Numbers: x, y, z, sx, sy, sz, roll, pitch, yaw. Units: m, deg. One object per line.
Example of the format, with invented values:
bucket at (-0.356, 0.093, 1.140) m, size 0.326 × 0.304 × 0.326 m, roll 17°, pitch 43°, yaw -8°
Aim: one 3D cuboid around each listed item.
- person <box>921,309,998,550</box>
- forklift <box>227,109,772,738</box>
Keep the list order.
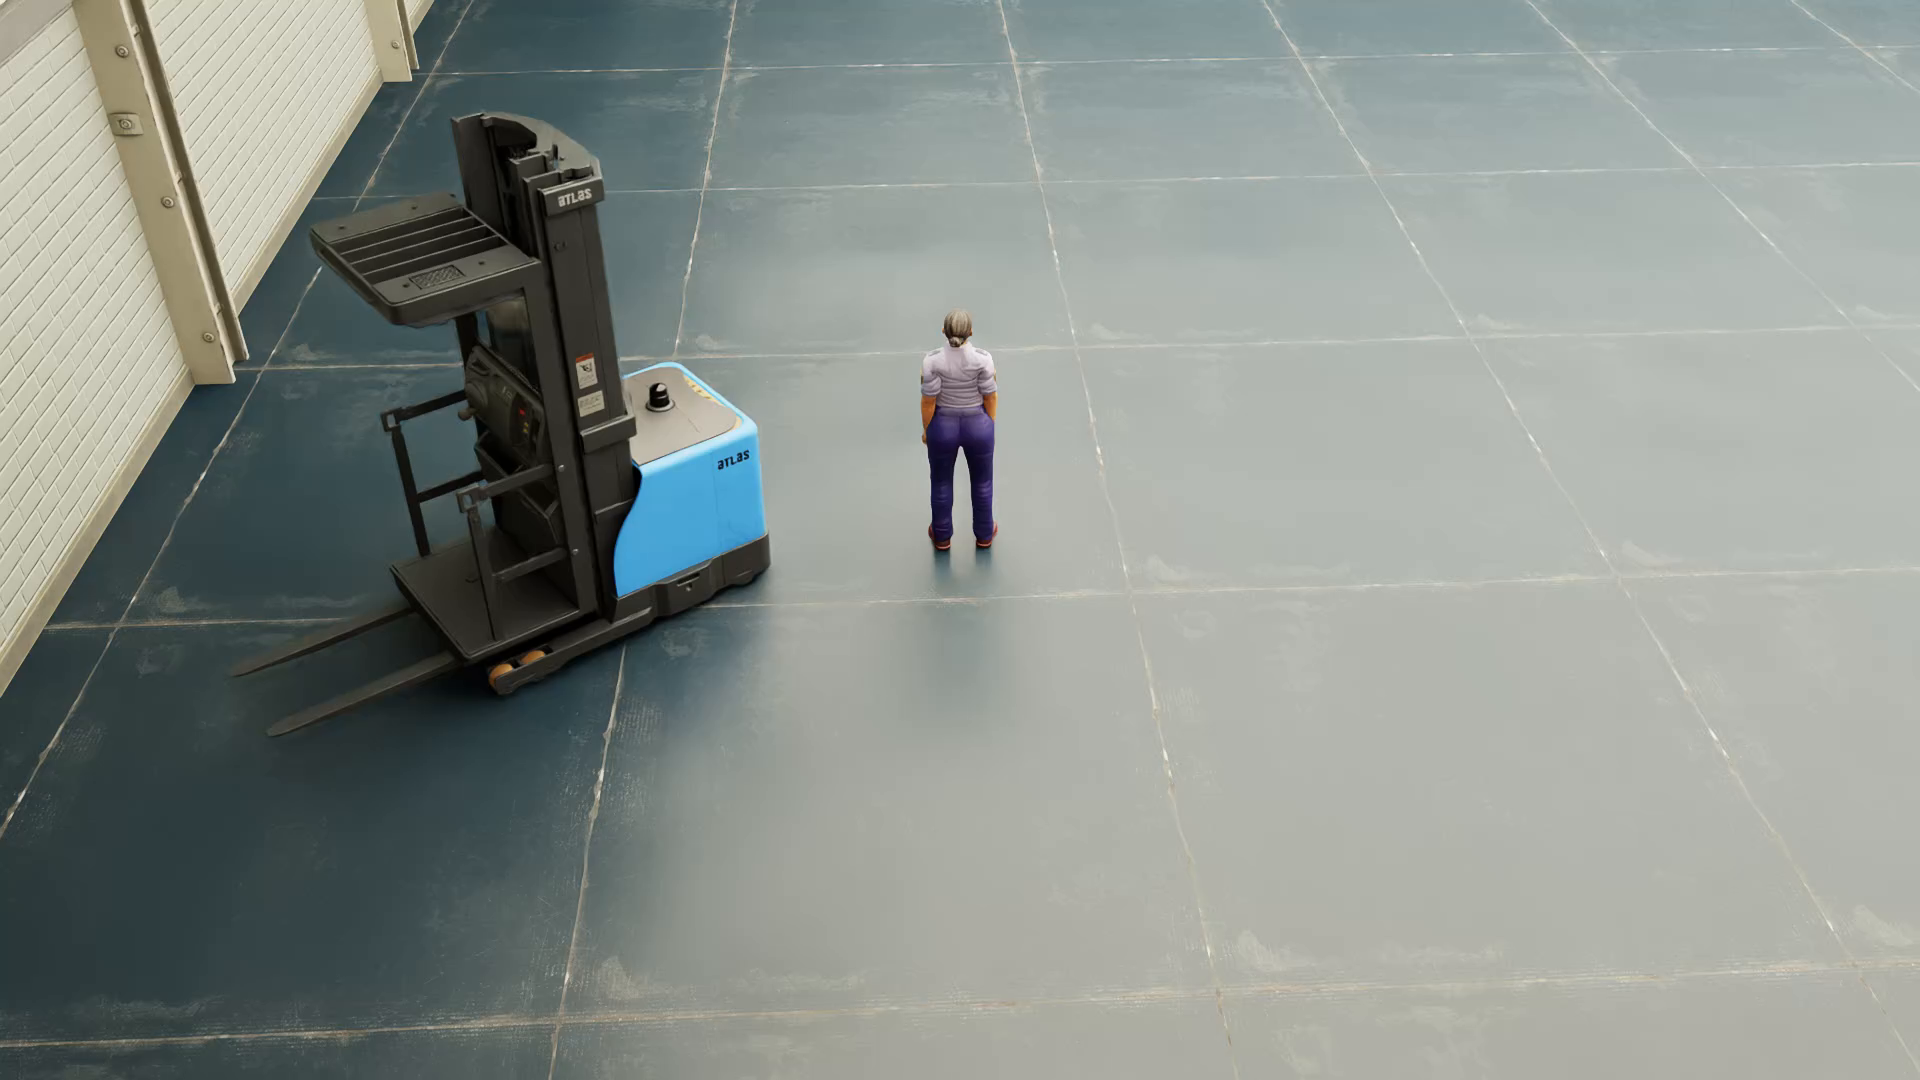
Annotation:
person at (0.006, -0.665, 10.020) m, size 0.483 × 1.651 × 0.365 m, roll -2°, pitch 36°, yaw -2°
forklift at (-2.629, -0.675, 8.937) m, size 3.031 × 2.935 × 1.130 m, roll -25°, pitch 43°, yaw -30°
